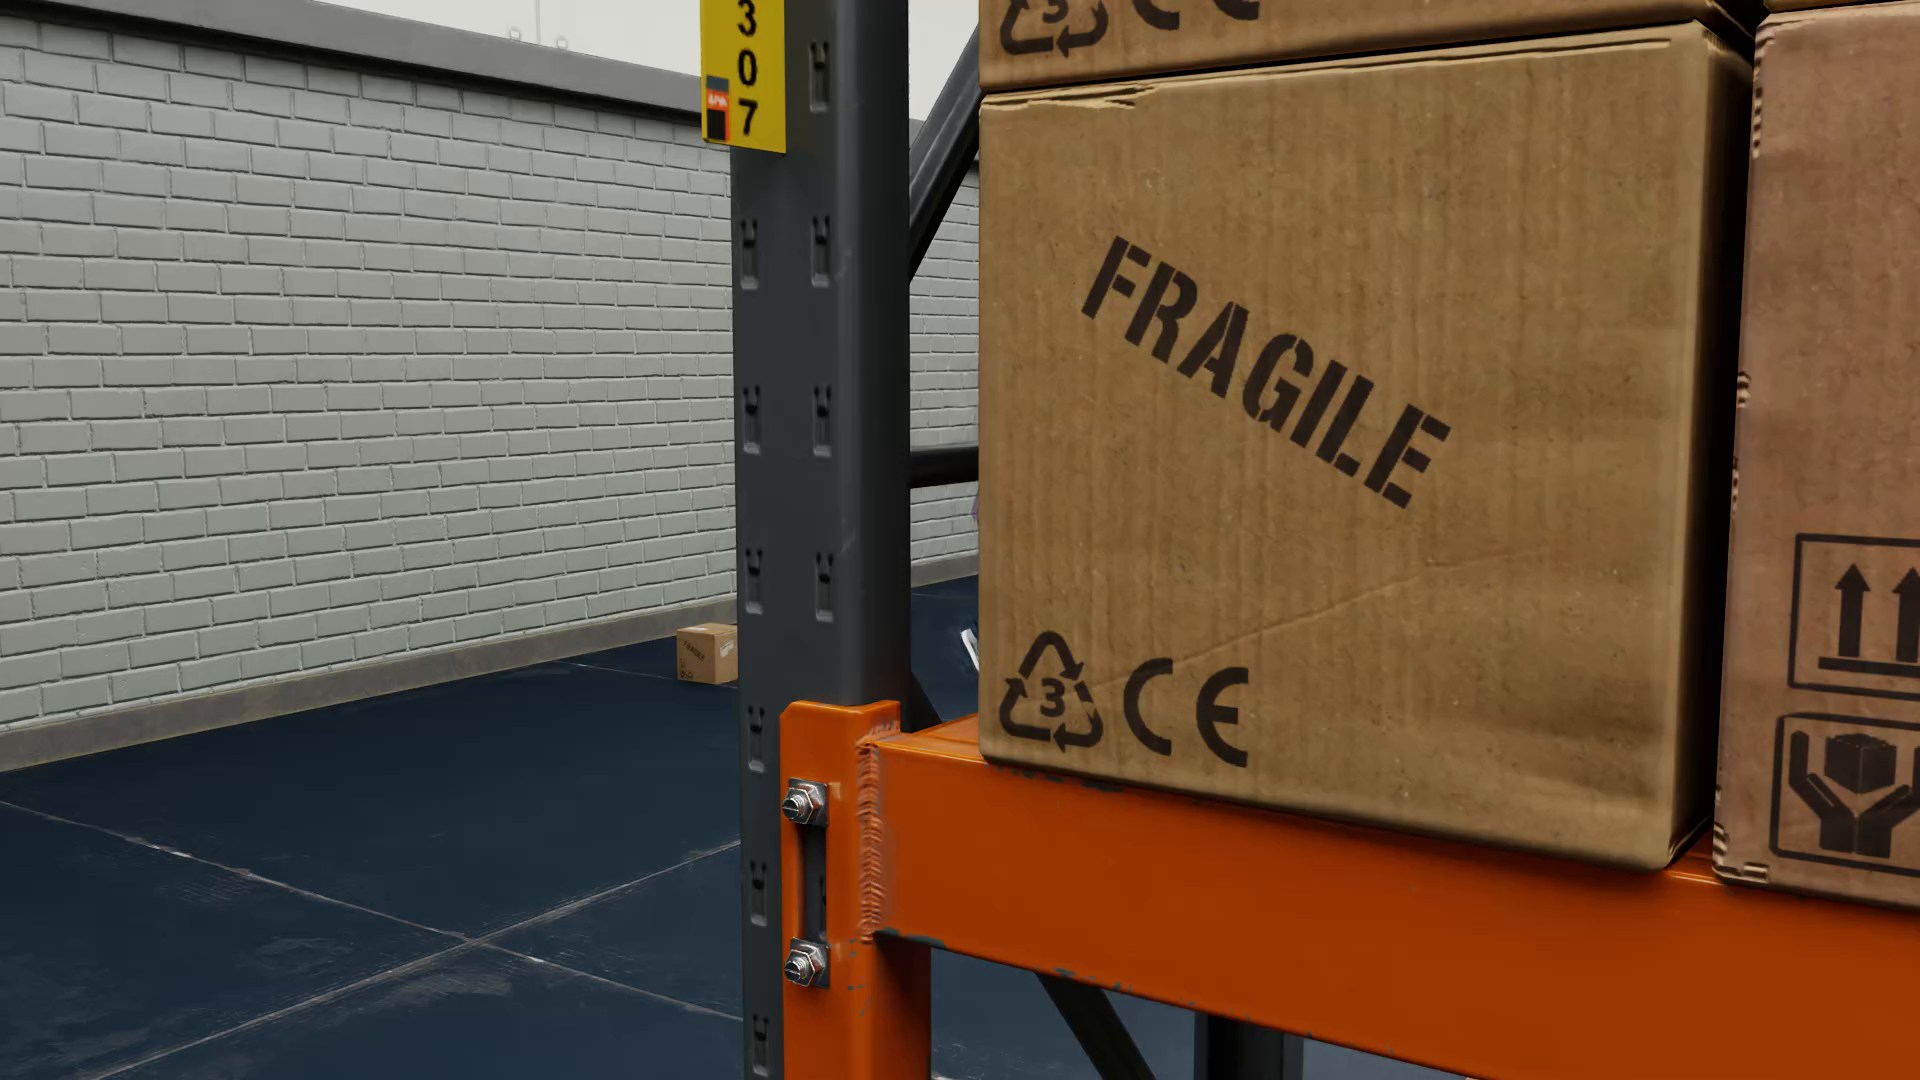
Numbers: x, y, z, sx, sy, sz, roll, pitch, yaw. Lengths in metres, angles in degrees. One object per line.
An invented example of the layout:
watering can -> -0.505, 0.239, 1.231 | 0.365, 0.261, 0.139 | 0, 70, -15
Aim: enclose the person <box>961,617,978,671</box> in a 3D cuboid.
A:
person -> 0.238, -0.102, 7.840 | 0.454, 1.591, 0.444 | 0, 7, 3
